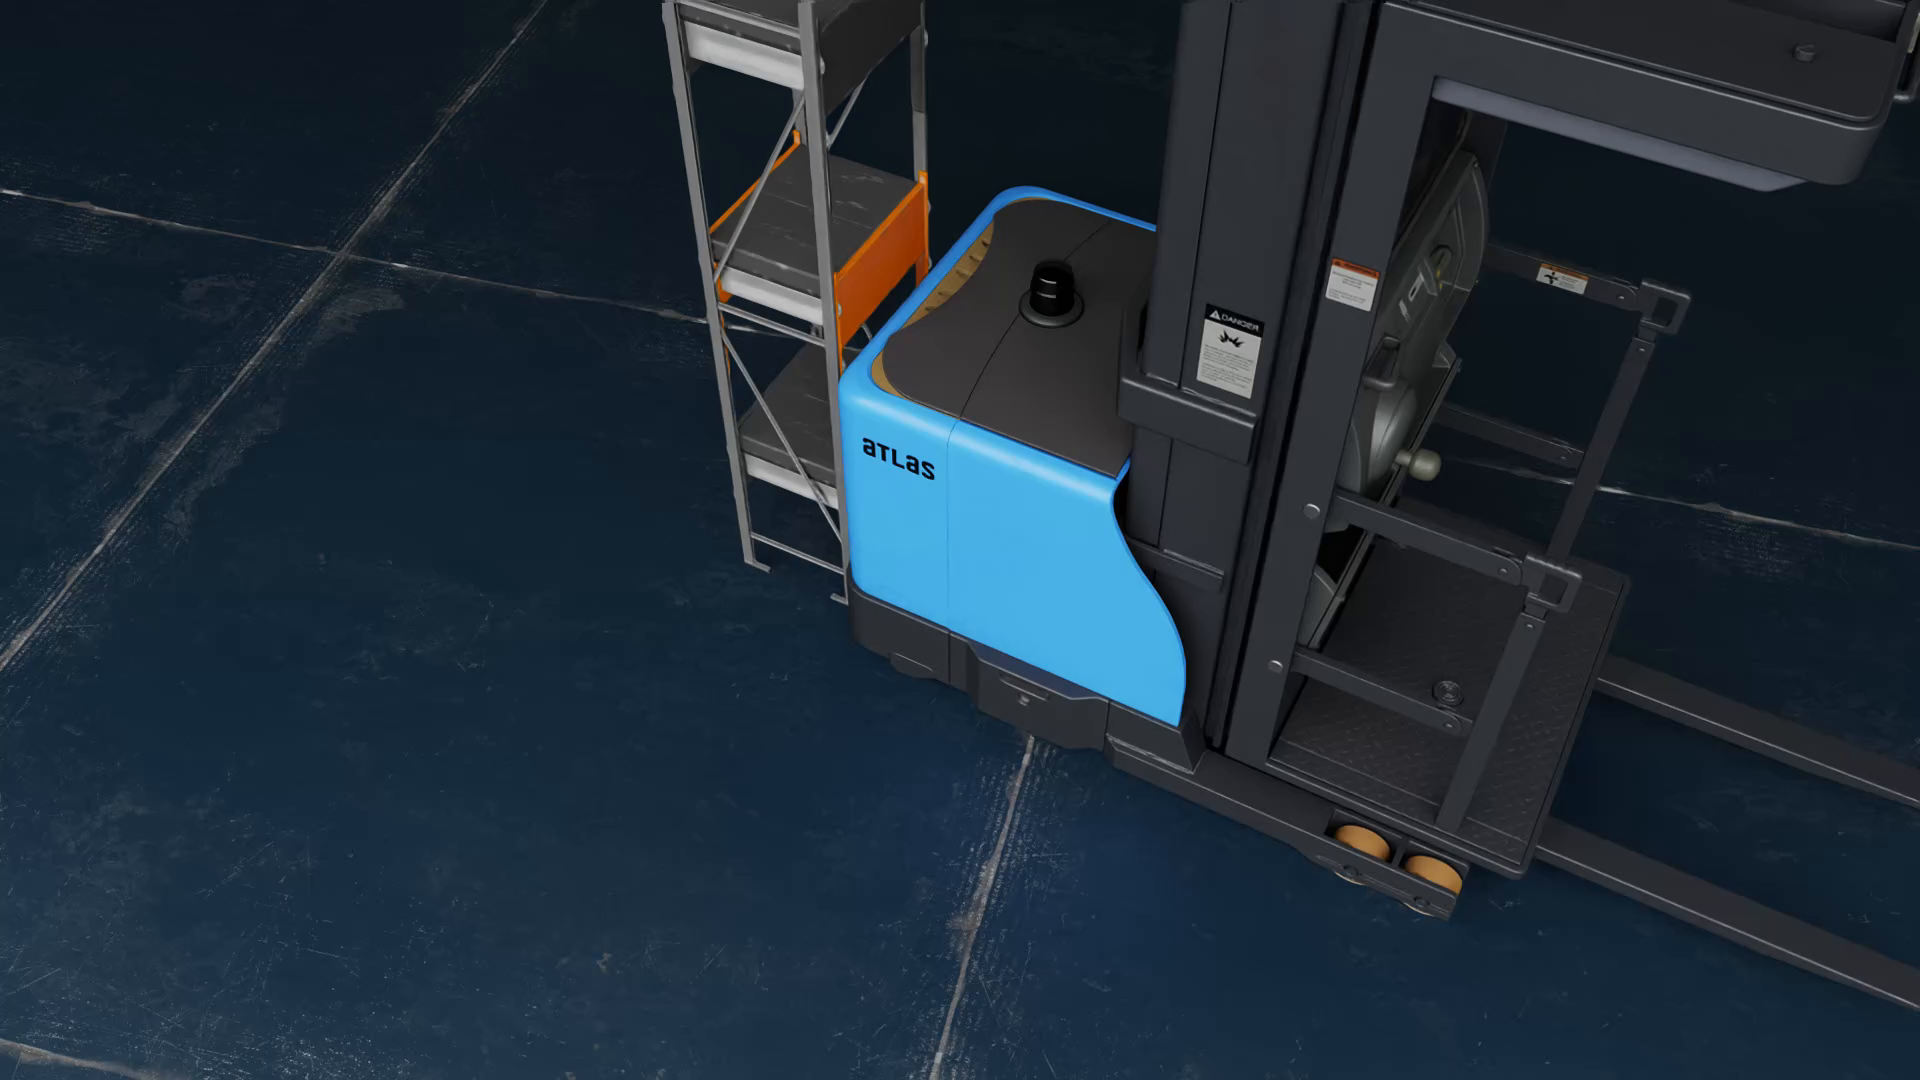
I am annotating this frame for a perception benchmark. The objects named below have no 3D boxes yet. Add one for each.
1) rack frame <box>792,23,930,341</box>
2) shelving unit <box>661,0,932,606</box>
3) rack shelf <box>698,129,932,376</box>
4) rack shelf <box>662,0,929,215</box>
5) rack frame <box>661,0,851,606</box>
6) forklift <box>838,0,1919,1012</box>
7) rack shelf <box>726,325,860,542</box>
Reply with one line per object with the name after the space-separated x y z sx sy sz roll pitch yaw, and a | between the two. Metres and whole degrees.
-0.265 -0.883 4.629 0.400 2.100 0.015 21 52 18 | rack frame
-0.378 -0.721 4.486 0.431 2.100 0.503 21 52 18 | shelving unit
-0.378 -0.712 4.497 0.431 0.518 0.480 21 52 18 | rack shelf
-0.378 -1.176 3.972 0.431 0.518 0.480 21 52 18 | rack shelf
-0.491 -0.559 4.343 0.400 2.100 0.015 21 52 18 | rack frame
1.218 -0.443 3.686 3.031 2.935 1.130 22 52 18 | forklift
-0.378 -0.249 5.021 0.431 0.518 0.480 21 52 18 | rack shelf
